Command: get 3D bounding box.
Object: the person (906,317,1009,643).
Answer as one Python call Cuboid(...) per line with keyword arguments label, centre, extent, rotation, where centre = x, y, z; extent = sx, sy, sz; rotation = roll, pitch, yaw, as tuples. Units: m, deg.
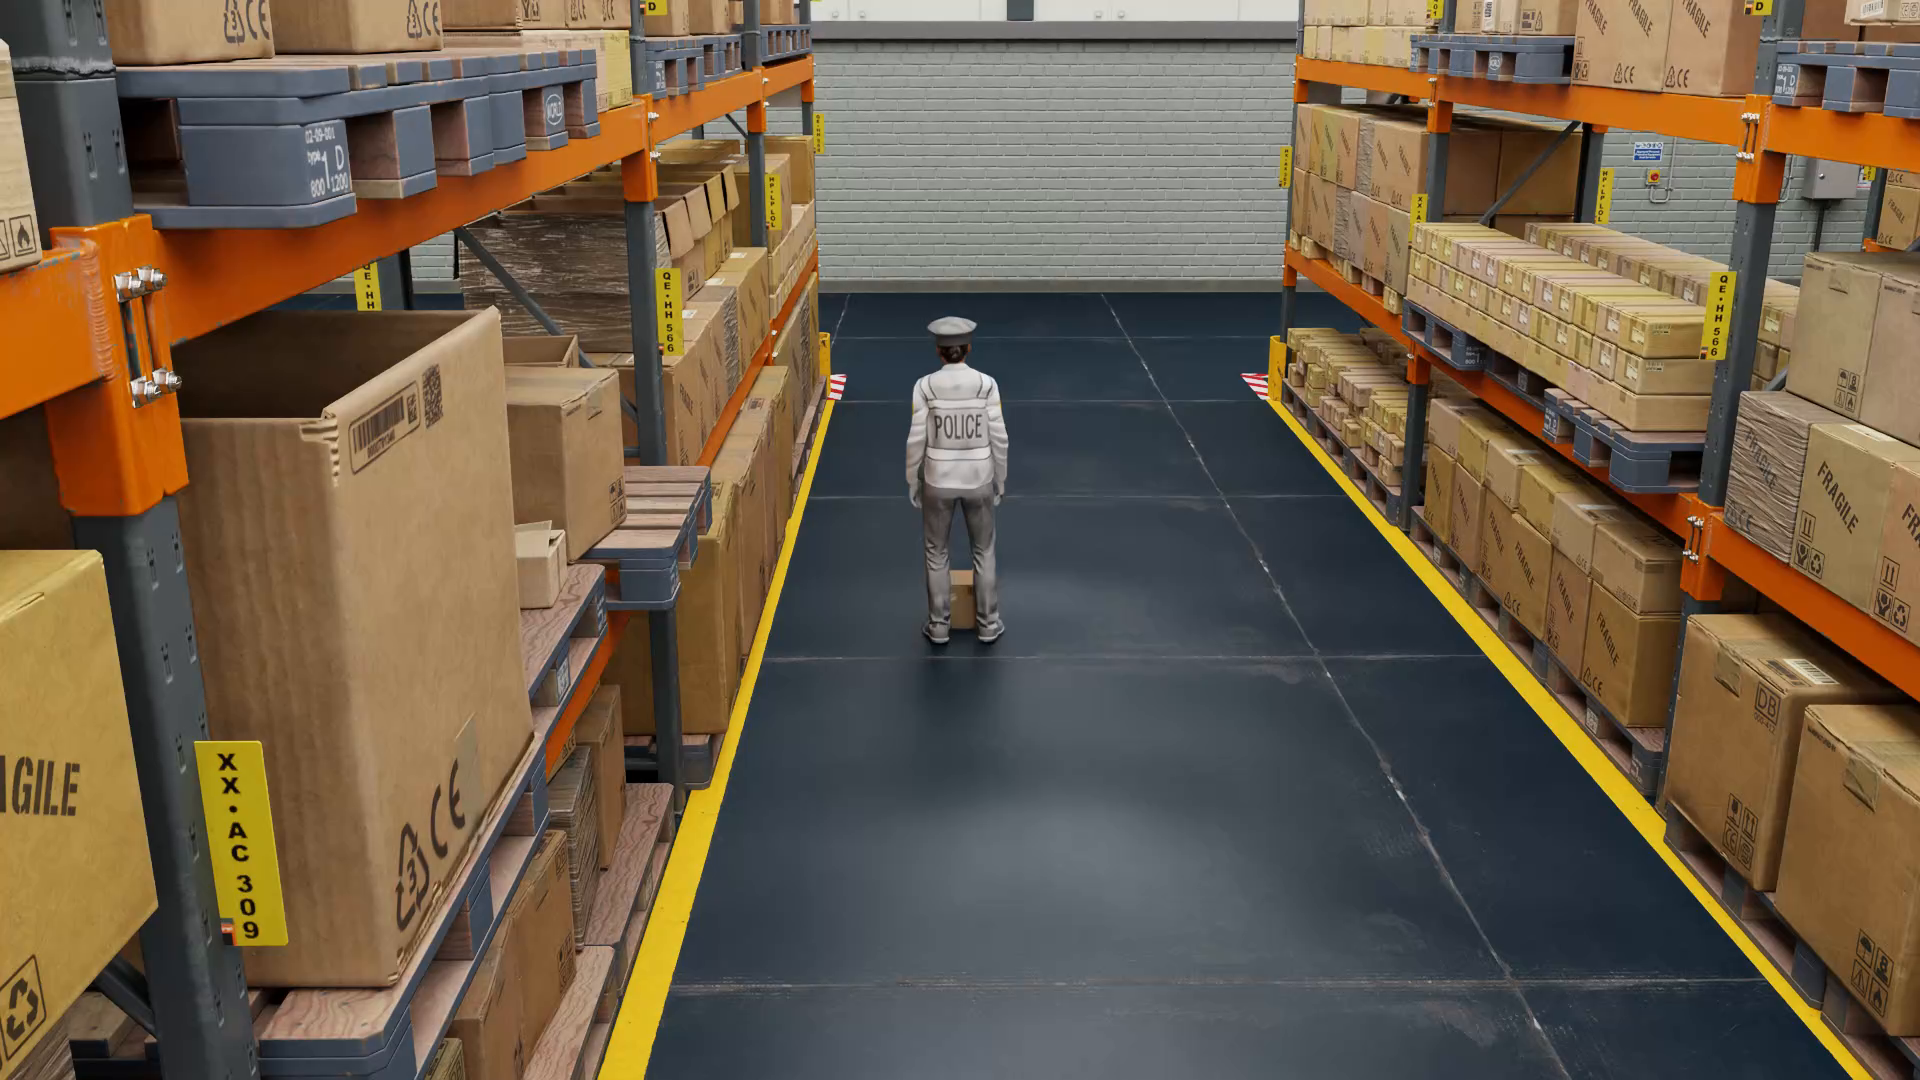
Cuboid(label="person", centre=(-0.017, -0.282, 8.450), extent=(0.518, 1.663, 0.368), rotation=(-1, 17, -4))
